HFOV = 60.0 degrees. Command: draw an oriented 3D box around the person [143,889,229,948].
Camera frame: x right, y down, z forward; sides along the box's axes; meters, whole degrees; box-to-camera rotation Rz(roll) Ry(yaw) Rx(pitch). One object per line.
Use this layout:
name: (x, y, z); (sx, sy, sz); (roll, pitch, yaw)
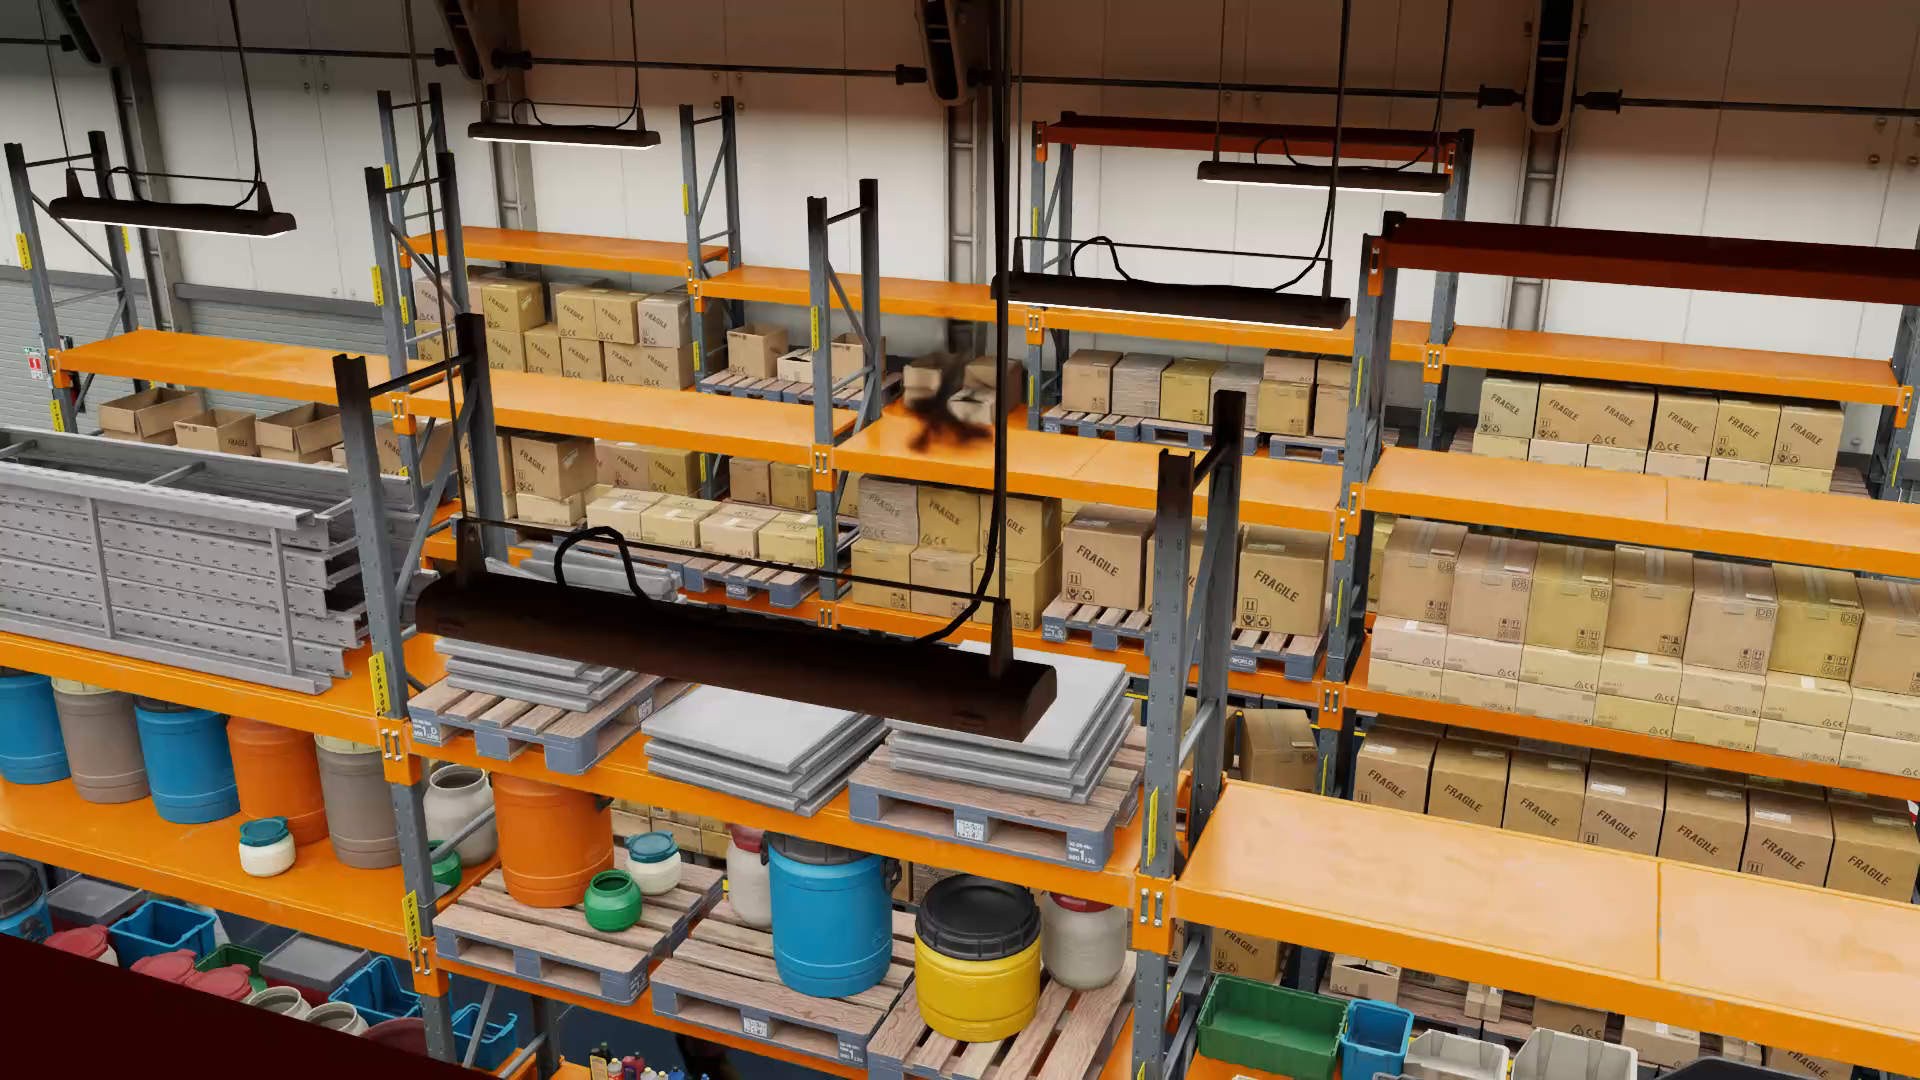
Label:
person: (-6.205, 2.645, 13.165); (0.761, 1.715, 0.587); (8, 22, 19)

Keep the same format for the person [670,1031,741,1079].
person: (-1.752, 3.243, 11.381); (0.856, 1.850, 0.676); (5, 21, 13)
